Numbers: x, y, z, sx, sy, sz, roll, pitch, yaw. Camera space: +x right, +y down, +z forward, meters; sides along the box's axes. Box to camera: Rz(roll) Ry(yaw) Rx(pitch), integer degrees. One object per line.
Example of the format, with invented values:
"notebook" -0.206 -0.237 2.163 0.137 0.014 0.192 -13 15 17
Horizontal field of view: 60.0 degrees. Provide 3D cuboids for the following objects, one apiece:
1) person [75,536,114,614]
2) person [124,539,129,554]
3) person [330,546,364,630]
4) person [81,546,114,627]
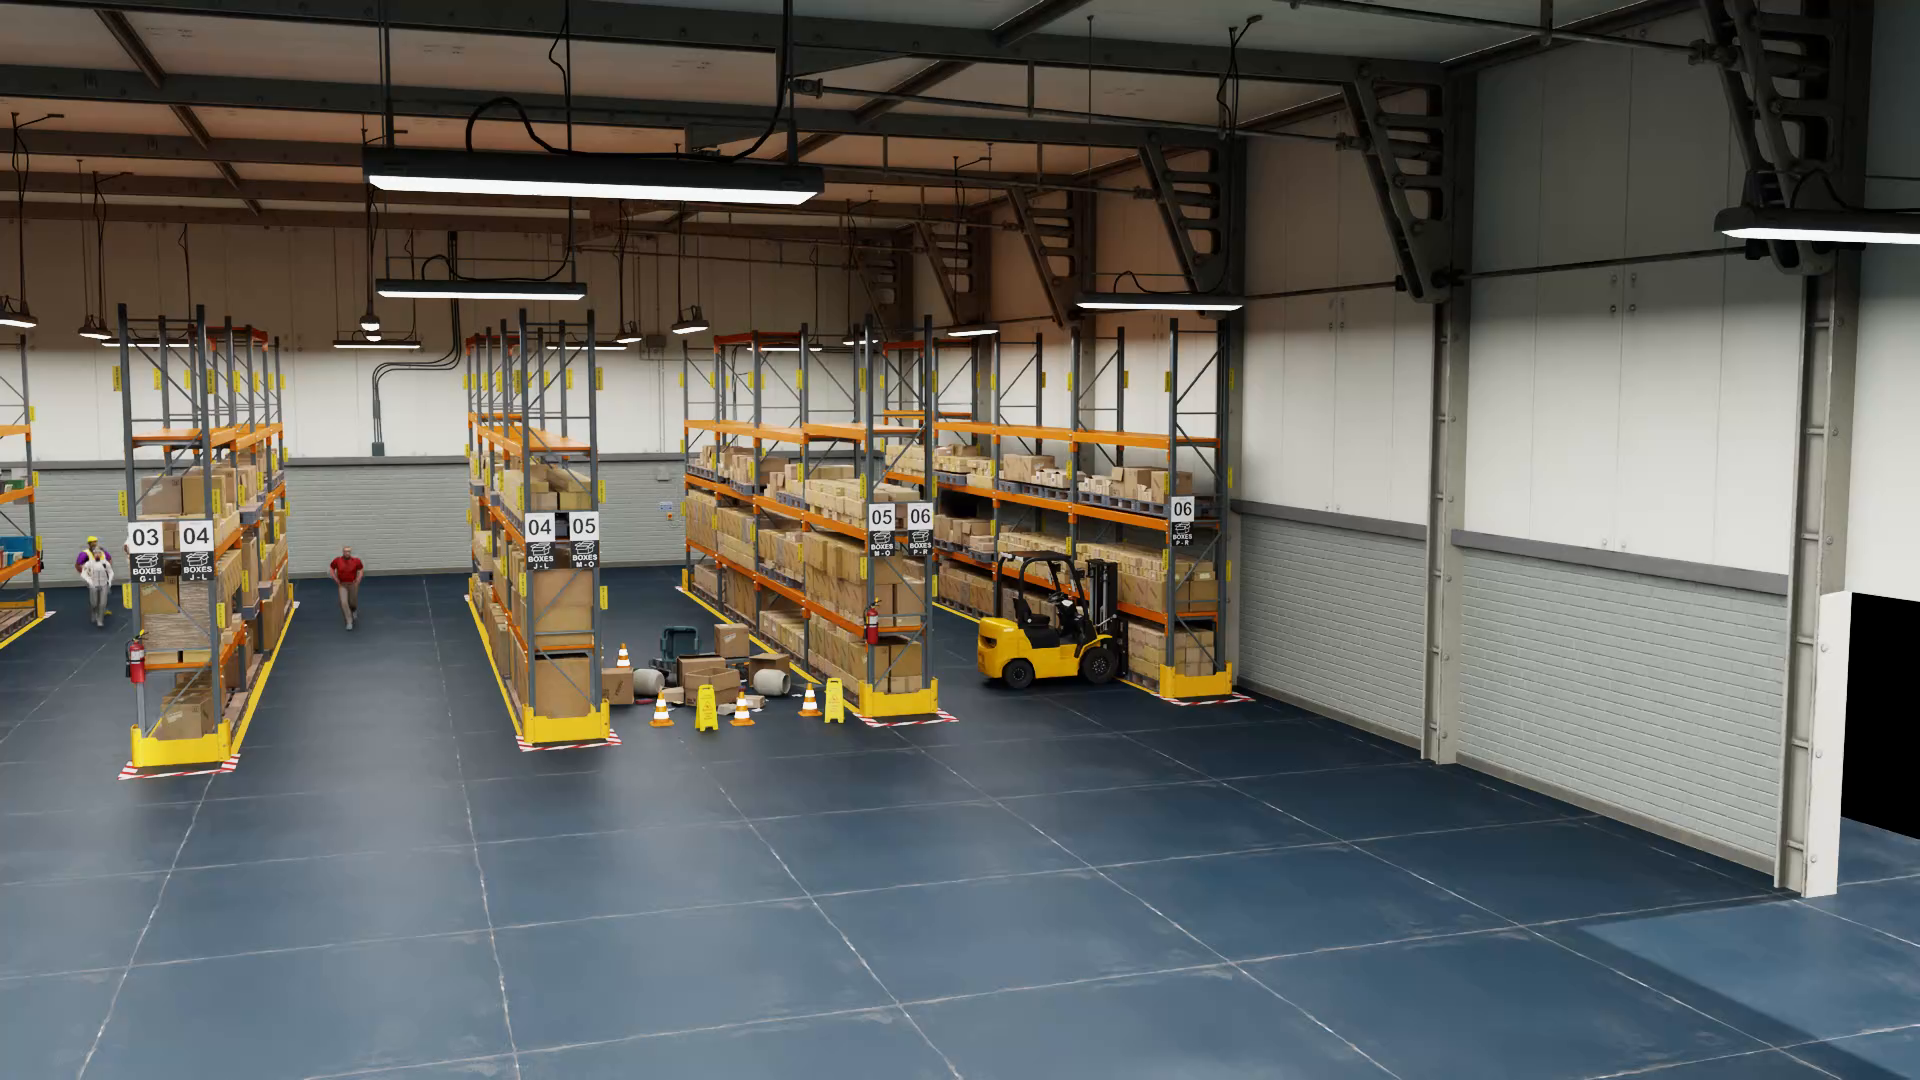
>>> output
"person" -18.519 0.767 35.711 0.519 1.714 0.746 4 7 35
"person" -18.798 0.509 38.231 0.737 1.802 0.666 -1 6 -10
"person" -12.507 0.948 33.948 0.657 1.693 0.931 -2 6 -16
"person" -17.671 0.941 34.109 0.608 1.649 0.550 -4 7 -34
